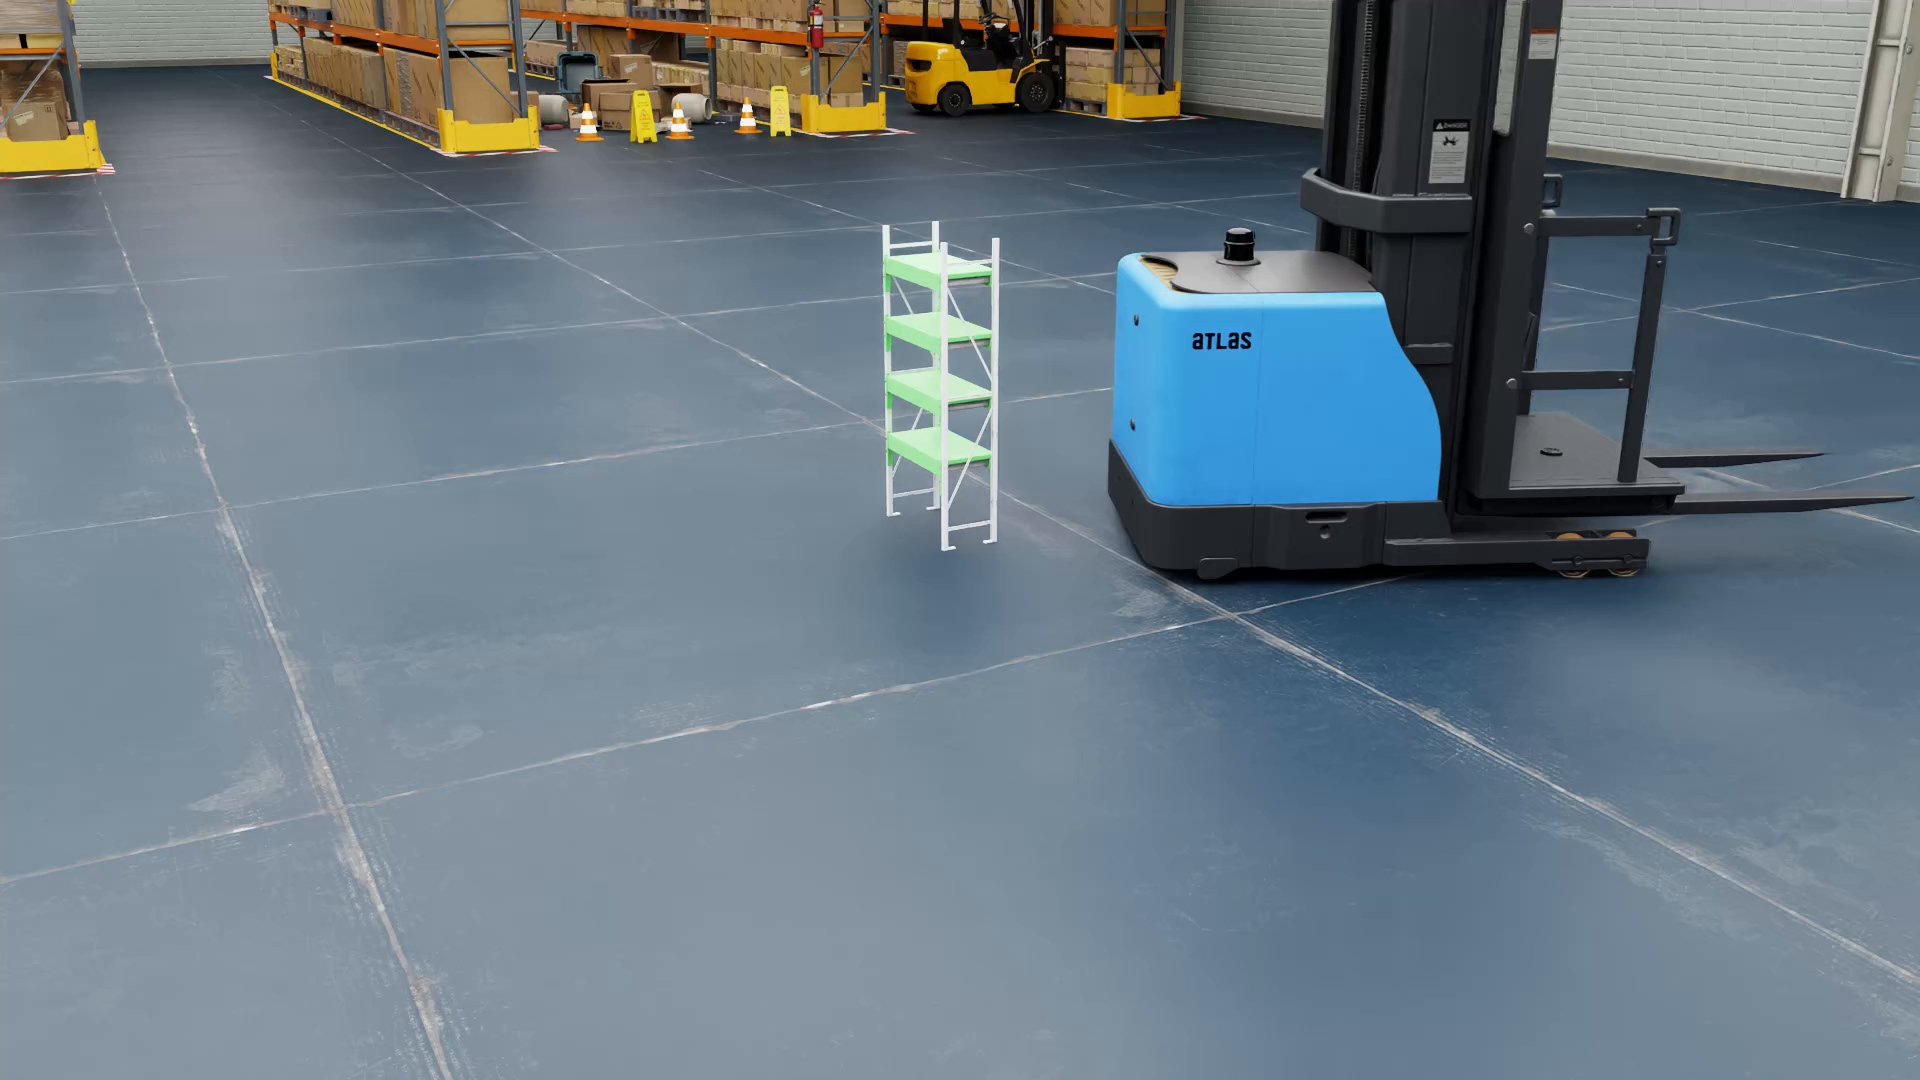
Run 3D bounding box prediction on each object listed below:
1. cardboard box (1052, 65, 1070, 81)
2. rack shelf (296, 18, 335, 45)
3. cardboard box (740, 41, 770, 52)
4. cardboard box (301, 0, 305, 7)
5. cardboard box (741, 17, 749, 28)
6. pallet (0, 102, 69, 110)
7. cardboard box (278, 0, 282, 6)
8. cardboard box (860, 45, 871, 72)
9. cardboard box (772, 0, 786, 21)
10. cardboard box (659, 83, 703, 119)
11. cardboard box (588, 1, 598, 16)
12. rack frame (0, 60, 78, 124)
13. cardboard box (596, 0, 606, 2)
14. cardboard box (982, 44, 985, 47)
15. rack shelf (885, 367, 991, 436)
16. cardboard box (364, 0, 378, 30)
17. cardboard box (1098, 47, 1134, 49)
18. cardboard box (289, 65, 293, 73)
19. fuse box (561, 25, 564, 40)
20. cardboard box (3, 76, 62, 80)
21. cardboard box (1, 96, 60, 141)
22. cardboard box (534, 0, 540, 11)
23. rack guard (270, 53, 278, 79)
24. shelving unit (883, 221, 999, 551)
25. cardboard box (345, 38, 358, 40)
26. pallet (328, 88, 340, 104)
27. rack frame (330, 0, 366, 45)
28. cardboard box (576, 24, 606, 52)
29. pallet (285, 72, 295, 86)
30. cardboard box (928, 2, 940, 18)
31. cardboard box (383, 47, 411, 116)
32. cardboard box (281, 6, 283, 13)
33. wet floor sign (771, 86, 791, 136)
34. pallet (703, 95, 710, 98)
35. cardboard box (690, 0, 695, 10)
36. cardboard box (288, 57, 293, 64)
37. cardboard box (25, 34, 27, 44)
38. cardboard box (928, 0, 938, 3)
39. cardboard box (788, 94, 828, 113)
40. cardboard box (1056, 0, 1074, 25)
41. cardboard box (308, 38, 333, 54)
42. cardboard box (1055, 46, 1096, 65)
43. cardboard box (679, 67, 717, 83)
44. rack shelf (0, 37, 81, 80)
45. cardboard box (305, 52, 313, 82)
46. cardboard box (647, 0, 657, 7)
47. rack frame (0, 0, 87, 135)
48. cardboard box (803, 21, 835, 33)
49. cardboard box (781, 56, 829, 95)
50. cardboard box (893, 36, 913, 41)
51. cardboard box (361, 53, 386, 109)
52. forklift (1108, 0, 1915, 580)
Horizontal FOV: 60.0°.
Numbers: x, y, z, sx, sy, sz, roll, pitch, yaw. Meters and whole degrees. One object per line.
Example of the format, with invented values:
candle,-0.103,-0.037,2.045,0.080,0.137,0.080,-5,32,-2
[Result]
cardboard box,1.790,-7.406,26.302,0.500,0.250,0.500,-11,22,-28
rack shelf,-10.635,-8.854,28.796,1.077,0.370,4.000,-10,21,-27
cardboard box,-3.052,-7.347,24.753,0.380,0.149,0.250,-9,21,-24
cardboard box,-11.061,-9.217,28.486,0.380,0.149,0.250,-11,22,-29
cardboard box,-3.011,-7.640,24.559,0.380,0.149,0.250,-10,21,-26
pallet,-13.729,-6.338,24.676,1.003,0.211,1.213,-10,21,-27
cardboard box,-12.769,-10.495,31.839,0.500,0.500,0.500,-11,22,-28
cardboard box,-1.629,-9.436,32.568,0.500,0.500,0.500,-10,22,-27
cardboard box,-2.312,-7.565,23.347,0.500,0.500,0.500,-10,21,-27
cardboard box,-4.166,-6.569,24.898,0.500,0.500,0.500,4,19,11
cardboard box,-6.594,-9.883,30.905,0.500,0.250,0.500,-10,22,-28
rack frame,-12.199,-6.733,21.545,1.000,3.000,0.127,-10,21,-27
cardboard box,-6.338,-9.972,30.394,0.500,0.250,0.500,-11,22,-28
cardboard box,0.270,-8.486,29.621,0.875,0.625,0.625,-10,22,-27
rack shelf,-0.079,-0.554,6.594,0.258,0.148,0.480,-10,21,-27
cardboard box,-8.269,-7.628,23.985,0.500,0.500,0.500,-10,21,-27
cardboard box,2.486,-7.571,26.012,0.500,0.250,0.500,-10,21,-27
cardboard box,-12.771,-9.126,32.206,0.380,0.149,0.250,-10,21,-27
fuse box,-9.956,-13.002,41.688,0.539,1.711,0.414,-10,21,-27
cardboard box,-12.682,-6.079,22.806,0.700,0.500,0.500,-10,21,-27
cardboard box,-10.895,-4.950,19.565,0.500,0.500,0.500,-4,20,-12
cardboard box,-8.458,-11.147,34.183,0.500,0.500,0.500,-9,21,-25
rack guard,-13.448,-9.713,34.015,1.175,0.500,0.348,-10,21,-27
shelving unit,-0.079,-0.615,6.573,0.258,1.200,0.503,-10,21,-27
cardboard box,-10.513,-8.666,29.186,0.500,0.250,0.500,-11,22,-29
pallet,-10.055,-7.527,28.120,1.003,0.211,1.213,-10,21,-27
rack frame,-9.685,-8.620,27.015,1.000,3.000,0.127,-10,21,-27
cardboard box,-6.912,-9.593,32.447,0.875,0.875,0.875,-9,21,-25
pallet,-12.518,-8.988,32.356,1.003,0.211,1.213,-10,21,-27
cardboard box,-0.285,-9.509,29.819,0.500,0.250,0.500,-9,21,-25
cardboard box,-7.549,-6.475,23.410,0.875,0.875,0.875,-10,21,-26
cardboard box,-12.938,-10.292,32.245,0.380,0.149,0.250,-10,22,-28
wet floor sign,-2.430,-5.786,22.411,0.267,0.644,0.232,-3,19,-8
pallet,-3.849,-7.173,27.095,1.003,0.211,1.213,-10,21,-27
cardboard box,-4.075,-8.531,26.497,0.380,0.149,0.250,-11,22,-28
cardboard box,-12.951,-9.422,32.610,0.380,0.149,0.250,-11,22,-29
cardboard box,-10.825,-5.942,19.639,0.380,0.149,0.250,-10,21,-27
cardboard box,-0.281,-9.746,29.742,0.500,0.250,0.500,-10,21,-26
cardboard box,-2.210,-6.216,23.617,0.500,0.250,0.500,-10,21,-27
cardboard box,1.842,-8.335,26.034,0.500,0.500,0.500,-10,22,-28
cardboard box,-11.211,-8.734,29.384,0.500,0.250,0.500,-9,21,-25
cardboard box,1.799,-7.634,26.194,0.500,0.250,0.500,-10,21,-26
cardboard box,-4.073,-7.580,27.385,0.950,0.372,0.625,-9,21,-23
rack shelf,-11.249,-5.819,19.998,1.077,0.370,4.000,-10,21,-27
cardboard box,-11.467,-8.532,29.948,0.500,0.500,0.500,-9,21,-25
cardboard box,-5.080,-9.119,28.203,0.380,0.149,0.250,-10,21,-26
rack frame,-10.300,-5.585,18.217,1.000,3.000,0.127,-10,21,-27
cardboard box,-1.944,-7.075,22.921,0.380,0.149,0.250,-9,21,-25
cardboard box,-2.188,-6.562,23.472,0.500,0.500,0.500,-10,21,-26
cardboard box,-1.086,-9.788,32.592,0.380,0.149,0.250,-9,21,-25
cardboard box,-8.160,-6.771,24.461,1.050,0.750,0.750,-10,21,-27
forklift,2.163,-1.414,6.235,3.031,2.935,1.130,-1,19,-4
